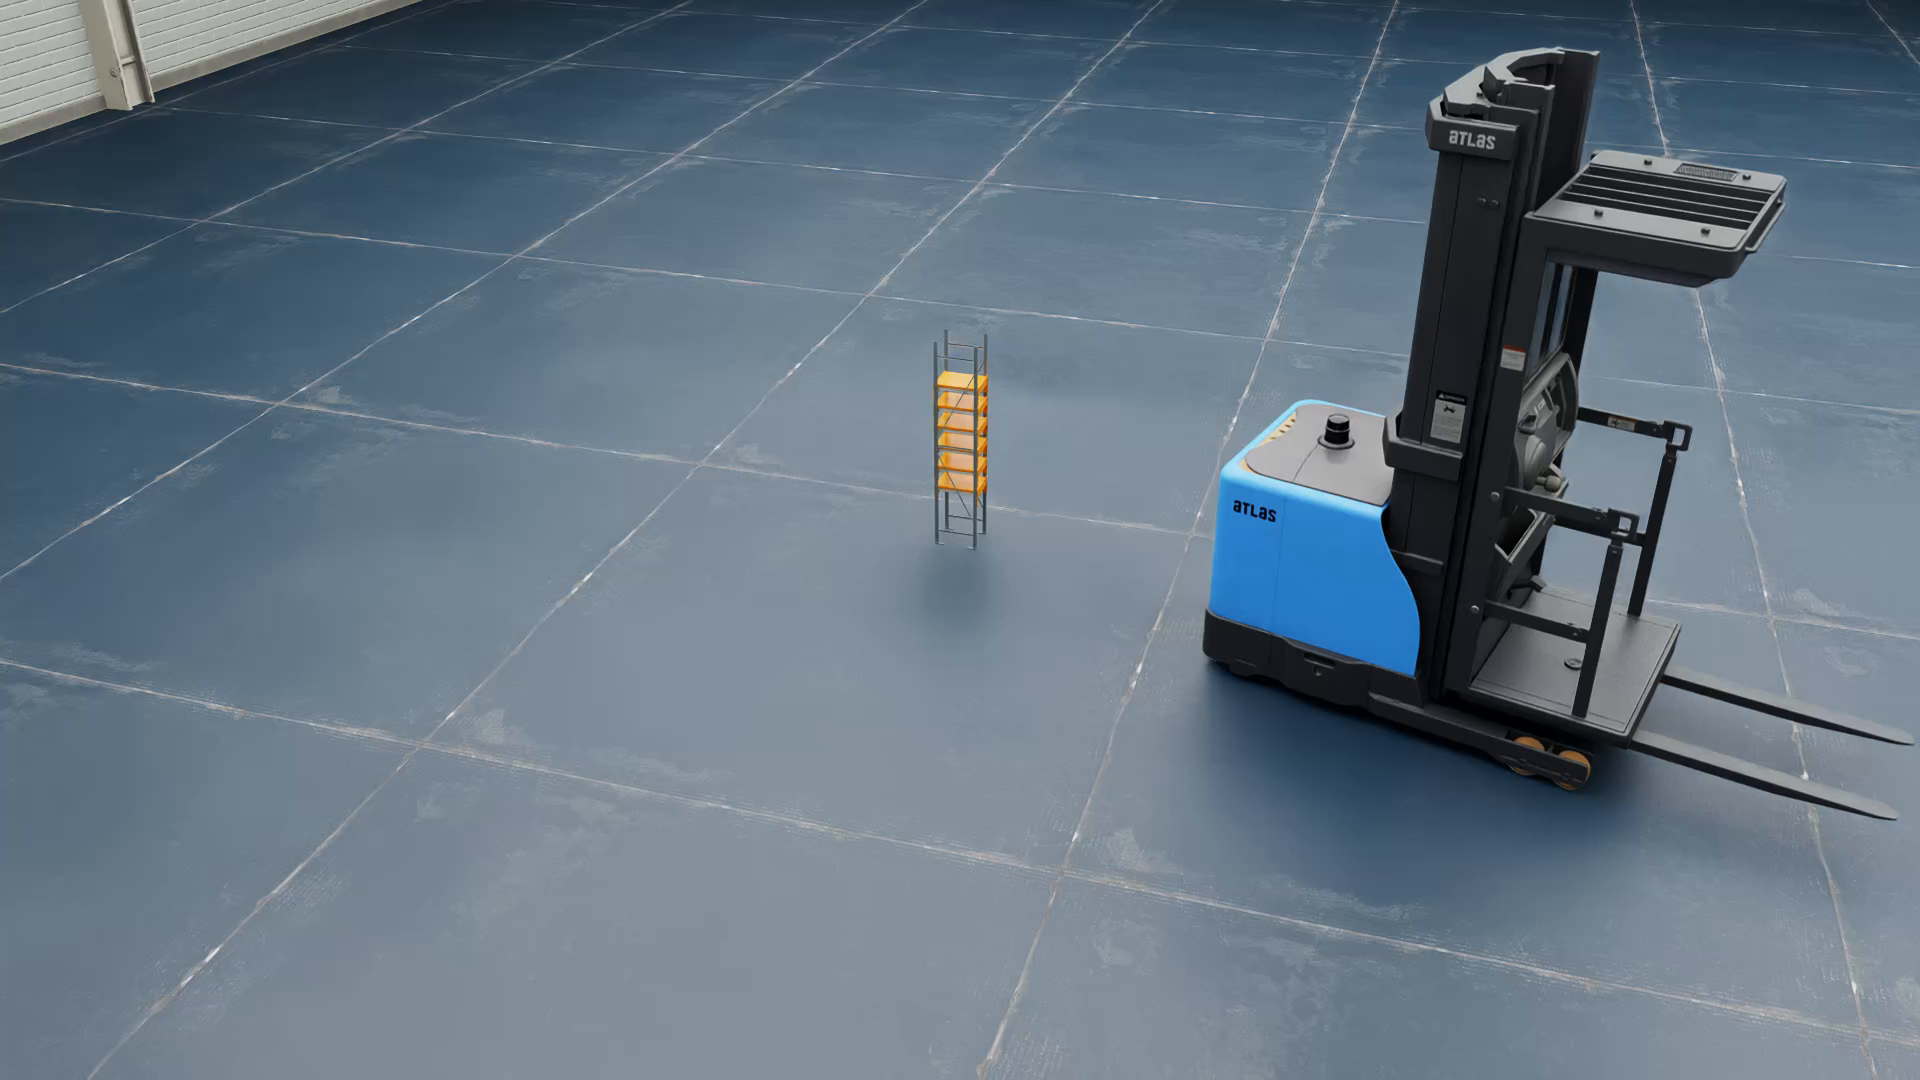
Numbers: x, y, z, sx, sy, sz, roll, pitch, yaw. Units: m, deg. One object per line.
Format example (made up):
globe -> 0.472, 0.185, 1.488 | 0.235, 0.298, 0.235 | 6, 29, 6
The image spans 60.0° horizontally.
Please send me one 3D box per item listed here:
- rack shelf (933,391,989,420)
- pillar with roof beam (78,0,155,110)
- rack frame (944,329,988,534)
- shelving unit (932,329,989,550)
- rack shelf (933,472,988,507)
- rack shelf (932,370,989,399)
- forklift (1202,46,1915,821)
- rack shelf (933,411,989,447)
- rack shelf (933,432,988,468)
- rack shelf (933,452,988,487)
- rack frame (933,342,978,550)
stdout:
rack shelf -> 0.004, -0.702, 8.875 | 0.258, 0.103, 0.180 | 8, 30, 15
pillar with roof beam -> -4.603, -7.893, 14.181 | 9.100, 9.000, 0.400 | 8, 30, 15
rack frame -> 0.031, -0.574, 9.047 | 0.240, 1.200, 0.006 | 8, 30, 15
shelving unit -> 0.004, -0.531, 8.970 | 0.258, 1.200, 0.189 | 8, 30, 15
rack shelf -> 0.004, -0.282, 9.109 | 0.258, 0.103, 0.180 | 8, 30, 15
rack shelf -> 0.004, -0.807, 8.817 | 0.258, 0.103, 0.180 | 8, 30, 15
forklift -> 2.705, -0.483, 7.103 | 3.031, 2.935, 1.130 | 17, 33, 28
rack shelf -> 0.004, -0.597, 8.934 | 0.258, 0.103, 0.180 | 8, 30, 15
rack shelf -> 0.004, -0.492, 8.992 | 0.258, 0.103, 0.180 | 8, 30, 15
rack shelf -> 0.004, -0.387, 9.050 | 0.258, 0.103, 0.180 | 8, 30, 15
rack frame -> -0.023, -0.489, 8.894 | 0.240, 1.200, 0.006 | 8, 30, 15
